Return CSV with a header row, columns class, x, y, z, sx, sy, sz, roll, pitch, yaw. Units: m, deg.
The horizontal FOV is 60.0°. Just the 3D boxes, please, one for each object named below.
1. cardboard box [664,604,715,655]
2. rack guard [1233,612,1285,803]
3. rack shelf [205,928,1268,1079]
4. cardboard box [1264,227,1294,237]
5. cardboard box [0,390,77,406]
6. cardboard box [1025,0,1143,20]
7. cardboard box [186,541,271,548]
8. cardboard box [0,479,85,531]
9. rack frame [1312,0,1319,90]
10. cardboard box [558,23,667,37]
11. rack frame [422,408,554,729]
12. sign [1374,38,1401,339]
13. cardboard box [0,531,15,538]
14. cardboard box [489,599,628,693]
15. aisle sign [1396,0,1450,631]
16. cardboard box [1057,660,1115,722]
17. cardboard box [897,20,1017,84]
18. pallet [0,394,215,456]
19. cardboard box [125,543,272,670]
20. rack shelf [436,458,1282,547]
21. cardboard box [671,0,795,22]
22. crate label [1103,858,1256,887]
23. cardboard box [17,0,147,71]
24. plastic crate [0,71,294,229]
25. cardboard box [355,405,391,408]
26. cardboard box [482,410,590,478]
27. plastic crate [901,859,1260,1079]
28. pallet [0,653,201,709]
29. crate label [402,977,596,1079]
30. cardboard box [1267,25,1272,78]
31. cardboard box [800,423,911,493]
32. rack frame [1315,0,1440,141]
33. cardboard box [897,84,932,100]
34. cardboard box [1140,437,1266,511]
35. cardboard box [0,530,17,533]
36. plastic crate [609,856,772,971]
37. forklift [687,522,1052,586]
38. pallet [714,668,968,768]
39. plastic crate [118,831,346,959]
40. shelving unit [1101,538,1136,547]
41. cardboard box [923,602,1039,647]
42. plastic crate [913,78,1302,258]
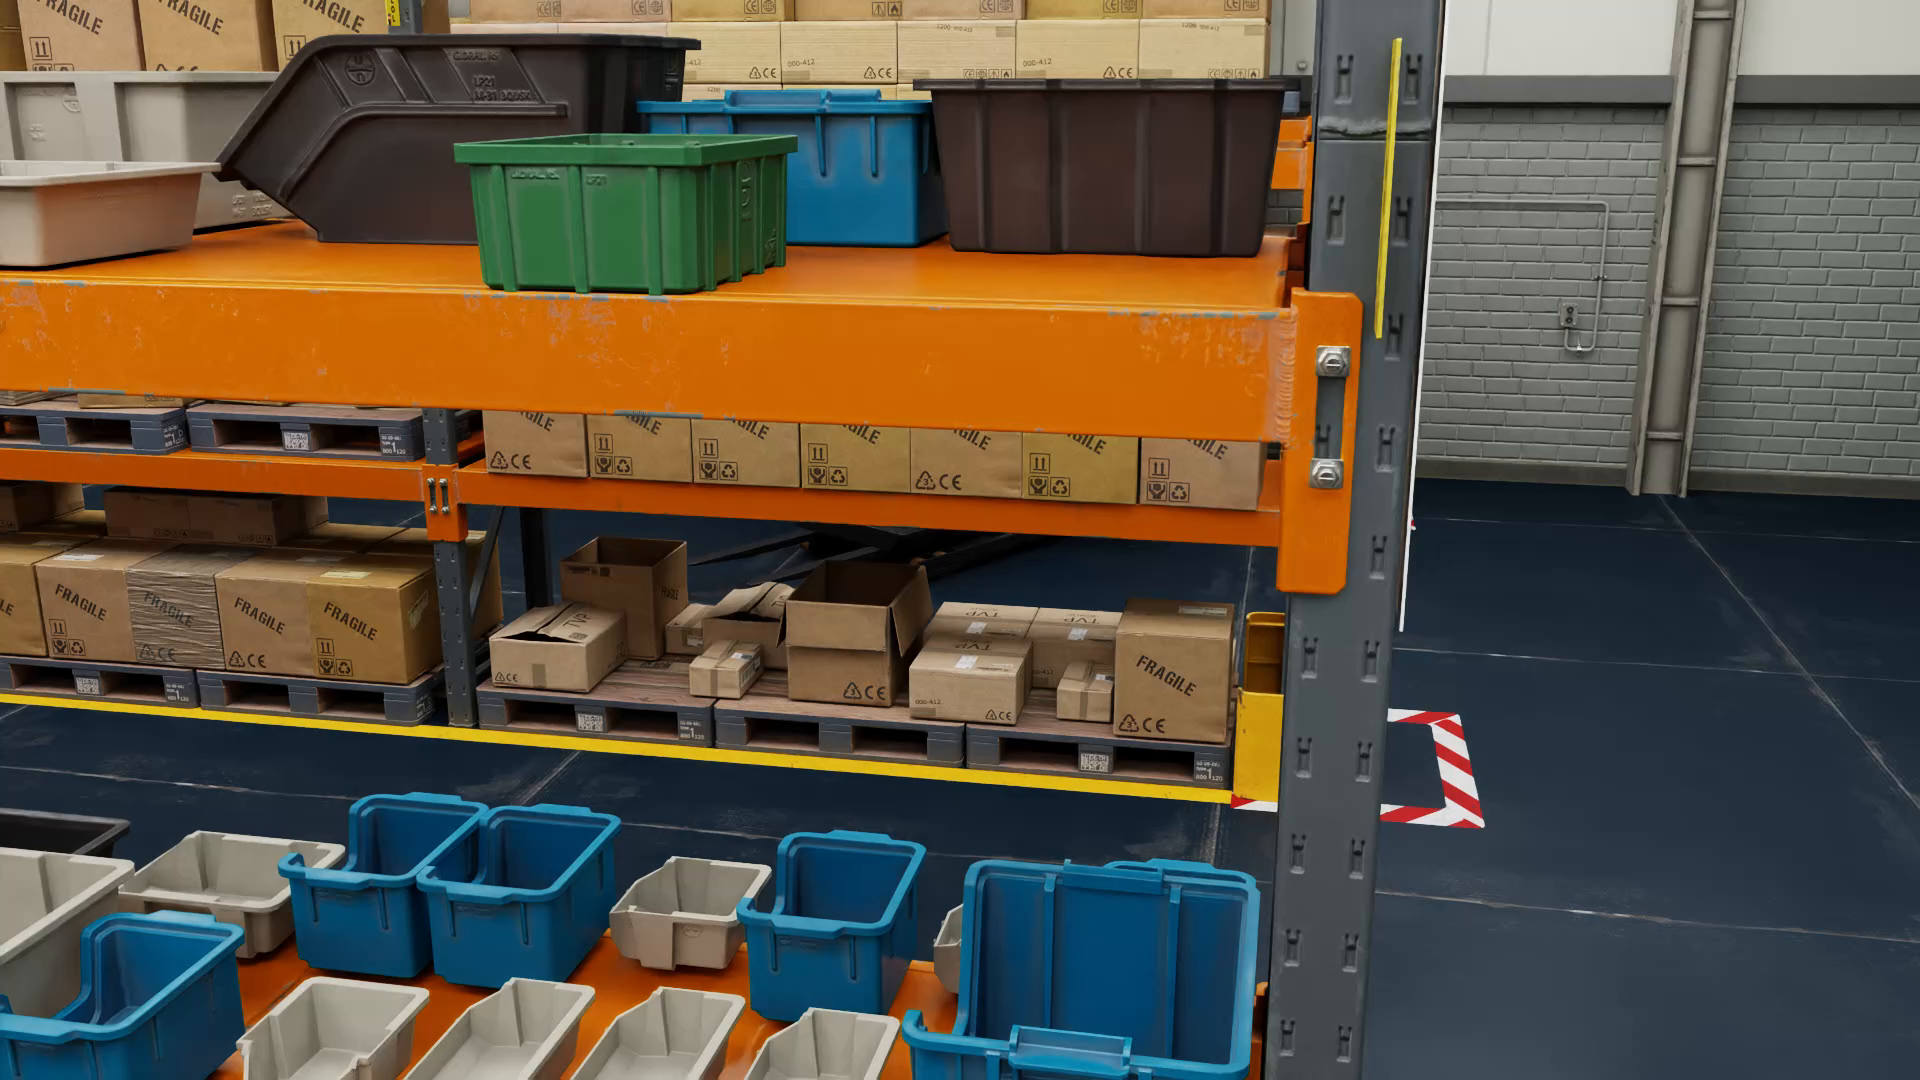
class,x,y,z,sx,sy,sz,roll,pitch,yaw
cardboard box,-1.359,0.469,8.697,0.250,0.149,0.380,3,16,11
rack guard,1.492,0.760,7.812,0.348,0.500,1.175,3,16,11
rack shelf,-1.384,1.095,3.267,4.000,0.370,1.077,3,16,11
cardboard box,2.048,-1.906,12.191,0.700,0.700,0.980,4,16,14
cardboard box,-4.775,-1.014,8.560,0.500,0.500,0.700,6,17,22
cardboard box,0.587,-2.488,7.176,0.500,0.500,0.700,3,16,11
cardboard box,-3.792,0.196,9.025,0.500,0.500,0.500,3,16,12
cardboard box,-5.254,-0.245,9.210,0.500,0.250,0.500,4,16,13
rack frame,2.550,-4.628,11.342,0.127,3.000,1.000,3,16,11
cardboard box,-1.436,-2.151,7.362,0.500,0.250,0.500,3,16,11
rack frame,-2.353,-0.653,8.232,0.127,3.000,1.000,3,16,11
sign,0.482,-0.395,1.877,0.005,0.325,0.100,3,16,11
cardboard box,-5.370,0.252,8.822,0.500,0.500,0.500,3,16,9
cardboard box,-1.985,0.509,8.247,0.500,0.311,0.500,3,16,11
aisle sign,0.588,-0.317,2.149,0.004,0.787,0.394,3,16,11
cardboard box,0.606,0.703,7.818,0.250,0.166,0.380,3,16,11
cardboard box,0.033,-2.070,7.070,0.500,0.250,0.500,3,16,11
pallet,-4.366,-0.671,8.657,1.213,0.211,1.003,3,16,11
cardboard box,-3.868,0.333,8.530,0.500,0.500,0.500,3,16,12
rack shelf,-0.393,-0.200,7.944,4.000,0.370,1.077,3,16,11
cardboard box,-0.916,-2.524,7.307,0.500,0.500,0.700,3,16,11
crate label,0.400,0.807,3.159,0.303,0.233,0.416,3,16,11
cardboard box,-4.140,-2.514,8.169,0.600,0.600,0.600,2,16,9
plastic crate,-1.535,-0.732,3.119,0.530,0.282,0.437,3,16,11
cardboard box,-2.773,-0.988,8.465,0.500,0.500,0.700,-2,16,-8
cardboard box,-1.908,-0.603,7.863,0.500,0.500,0.500,4,16,13
plastic crate,0.211,0.840,2.662,0.499,0.435,0.616,3,16,11
pallet,-4.357,0.593,8.957,1.213,0.211,1.003,3,16,11
crate label,-0.818,0.929,2.899,0.243,0.136,0.396,3,16,11
cardboard box,1.115,-2.150,7.361,0.500,0.250,0.500,3,16,11
cardboard box,-0.417,-0.523,7.573,0.500,0.500,0.500,3,16,10
rack frame,0.576,-2.036,1.986,0.127,3.000,1.000,3,16,11
cardboard box,0.030,-1.825,7.123,0.500,0.250,0.500,3,16,11
cardboard box,1.073,-0.441,7.279,0.500,0.500,0.500,4,16,13
cardboard box,-5.310,0.115,9.317,0.500,0.500,0.500,4,16,13
plastic crate,-0.563,0.779,3.442,0.298,0.136,0.250,3,16,11
forklift,-0.426,-1.290,10.658,1.130,2.935,3.031,14,21,41
pallet,-0.481,0.792,8.239,1.213,0.211,1.003,3,16,11
plastic crate,-1.578,0.754,3.531,0.466,0.136,0.293,3,16,11
shelving unit,1.078,-0.535,11.146,0.258,1.200,0.189,2,26,6
cardboard box,0.110,0.516,8.336,0.500,0.250,0.500,3,16,11
plastic crate,0.254,-0.621,2.741,0.590,0.269,0.497,3,16,11
